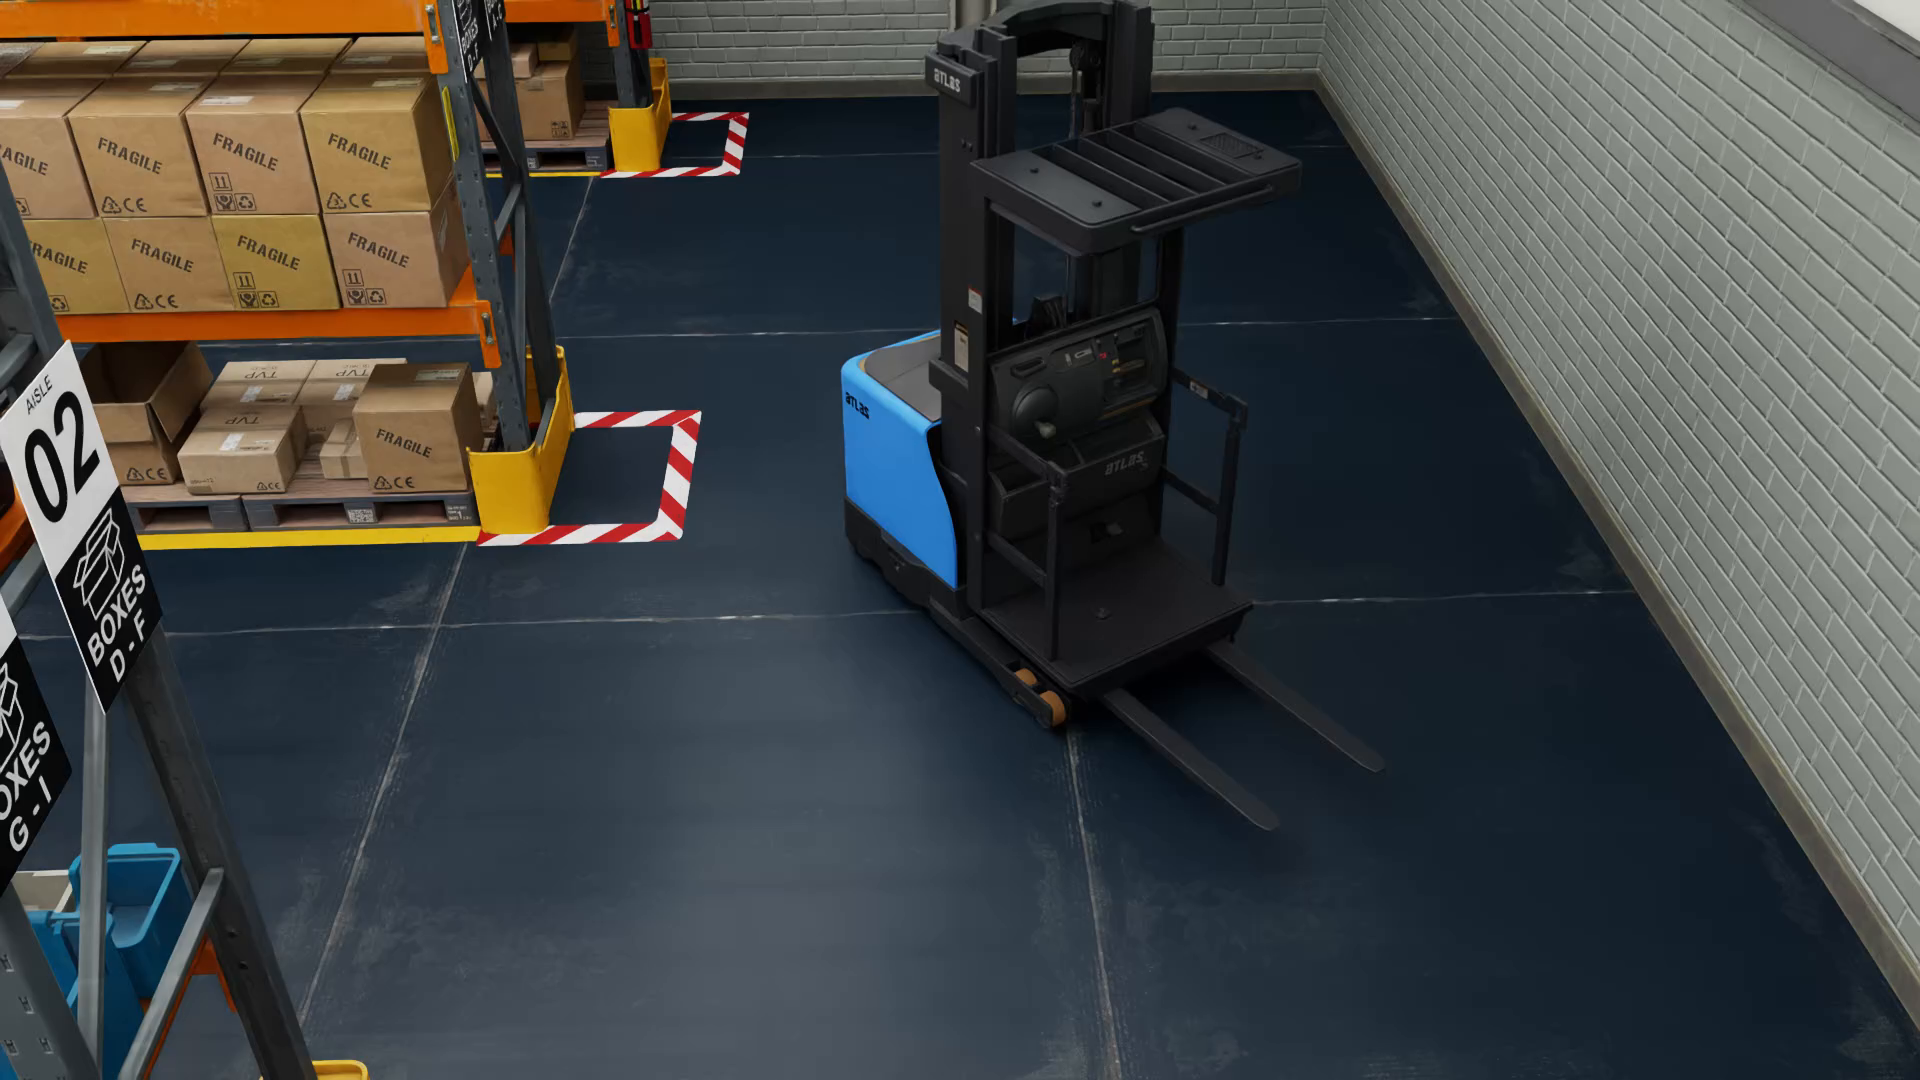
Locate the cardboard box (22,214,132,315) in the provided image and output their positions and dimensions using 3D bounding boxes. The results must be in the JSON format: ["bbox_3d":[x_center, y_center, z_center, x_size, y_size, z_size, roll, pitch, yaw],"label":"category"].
[{"bbox_3d":[-4.271,-1.433,8.097,0.500,0.500,0.500,-2,35,-3],"label":"cardboard box"}]

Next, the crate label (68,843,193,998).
[{"bbox_3d":[-2.348,1.081,4.647,0.303,0.233,0.416,-2,35,-2],"label":"crate label"}]

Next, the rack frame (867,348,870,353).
[{"bbox_3d":[-0.410,-0.566,8.776,0.006,0.900,0.240,-22,40,-28],"label":"rack frame"}]

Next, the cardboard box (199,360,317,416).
[{"bbox_3d":[-3.872,-0.769,9.255,0.500,0.250,0.500,-2,35,-2],"label":"cardboard box"}]

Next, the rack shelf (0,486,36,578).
[{"bbox_3d":[-4.084,0.333,3.629,4.000,0.370,1.077,-2,35,-2],"label":"rack shelf"}]

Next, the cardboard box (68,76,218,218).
[{"bbox_3d":[-3.770,-1.852,7.824,0.500,0.500,0.500,-1,35,-1],"label":"cardboard box"}]

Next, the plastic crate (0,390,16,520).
[{"bbox_3d":[-2.484,-0.111,3.753,0.590,0.269,0.497,-2,35,-2],"label":"plastic crate"}]

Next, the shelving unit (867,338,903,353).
[{"bbox_3d":[-0.326,-0.599,8.824,0.210,0.900,0.258,-22,40,-28],"label":"shelving unit"}]

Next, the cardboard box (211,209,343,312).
[{"bbox_3d":[-3.269,-1.457,8.132,0.500,0.500,0.500,-1,35,-2],"label":"cardboard box"}]

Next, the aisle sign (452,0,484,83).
[{"bbox_3d":[-2.234,-2.496,7.436,0.004,0.787,0.394,-2,35,-2],"label":"aisle sign"}]

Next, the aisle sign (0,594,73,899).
[{"bbox_3d":[-2.000,0.313,3.378,0.004,0.787,0.394,-2,35,-2],"label":"aisle sign"}]

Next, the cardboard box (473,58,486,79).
[{"bbox_3d":[-3.624,-3.636,12.626,0.250,0.149,0.380,-1,35,-1],"label":"cardboard box"}]

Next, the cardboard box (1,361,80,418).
[{"bbox_3d":[-5.007,-0.763,9.193,0.500,0.311,0.500,-2,35,-2],"label":"cardboard box"}]

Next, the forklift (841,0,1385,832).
[{"bbox_3d":[0.653,-0.669,7.140,1.130,2.935,3.031,-22,40,-28],"label":"forklift"}]

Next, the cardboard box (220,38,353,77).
[{"bbox_3d":[-3.294,-2.171,8.284,0.500,0.500,0.500,-1,35,-2],"label":"cardboard box"}]

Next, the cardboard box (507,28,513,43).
[{"bbox_3d":[-3.640,-3.853,12.940,0.250,0.149,0.380,-1,35,-2],"label":"cardboard box"}]

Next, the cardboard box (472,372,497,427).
[{"bbox_3d":[-2.751,-0.792,9.376,0.250,0.149,0.380,-2,35,-2],"label":"cardboard box"}]

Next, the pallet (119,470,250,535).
[{"bbox_3d":[-4.405,-0.397,9.138,1.213,0.211,1.003,-2,35,-2],"label":"pallet"}]

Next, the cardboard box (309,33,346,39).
[{"bbox_3d":[-4.911,-3.818,12.889,0.250,0.149,0.380,-1,35,-2],"label":"cardboard box"}]

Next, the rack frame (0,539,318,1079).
[{"bbox_3d":[-2.086,1.217,4.356,0.127,3.000,1.000,-2,35,-2],"label":"rack frame"}]

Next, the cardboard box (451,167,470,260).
[{"bbox_3d":[-2.772,-1.778,8.595,0.500,0.500,0.500,-1,35,-1],"label":"cardboard box"}]

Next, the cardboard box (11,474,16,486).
[{"bbox_3d":[-5.019,-0.424,8.830,0.250,0.166,0.380,-2,35,-2],"label":"cardboard box"}]

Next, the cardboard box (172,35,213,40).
[{"bbox_3d":[-5.953,-3.789,12.847,0.250,0.149,0.380,-2,35,-3],"label":"cardboard box"}]

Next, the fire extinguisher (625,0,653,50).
[{"bbox_3d":[-2.382,-3.971,12.248,0.183,0.674,0.296,-2,35,-2],"label":"fire extinguisher"}]

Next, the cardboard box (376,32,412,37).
[{"bbox_3d":[-4.400,-3.832,12.909,0.250,0.149,0.380,-1,35,-2],"label":"cardboard box"}]

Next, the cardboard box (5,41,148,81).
[{"bbox_3d":[-4.302,-2.146,8.248,0.500,0.500,0.500,-2,35,-3],"label":"cardboard box"}]

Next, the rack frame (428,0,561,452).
[{"bbox_3d":[-2.317,-1.599,8.424,0.127,3.000,1.000,-2,35,-2],"label":"rack frame"}]

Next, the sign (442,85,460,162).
[{"bbox_3d":[-2.310,-1.889,7.548,0.005,0.325,0.100,-2,35,-2],"label":"sign"}]

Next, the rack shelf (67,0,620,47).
[{"bbox_3d":[-4.553,-4.065,12.620,4.000,0.370,1.077,-2,35,-2],"label":"rack shelf"}]

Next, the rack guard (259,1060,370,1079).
[{"bbox_3d":[-2.063,2.237,5.079,0.348,0.500,1.175,-2,35,-2],"label":"rack guard"}]

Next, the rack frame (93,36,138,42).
[{"bbox_3d":[-6.550,-4.307,12.337,0.127,3.000,1.000,-2,35,-2],"label":"rack frame"}]

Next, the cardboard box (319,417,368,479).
[{"bbox_3d":[-3.257,-0.500,8.940,0.250,0.166,0.380,-2,35,-2],"label":"cardboard box"}]

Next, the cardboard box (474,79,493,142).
[{"bbox_3d":[-3.749,-3.470,12.956,0.500,0.500,0.700,-2,35,-2],"label":"cardboard box"}]

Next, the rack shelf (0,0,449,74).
[{"bbox_3d":[-4.314,-2.483,7.698,4.000,0.370,1.077,-2,35,-2],"label":"rack shelf"}]

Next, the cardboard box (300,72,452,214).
[{"bbox_3d":[-2.748,-1.883,7.868,0.500,0.500,0.500,-2,35,-3],"label":"cardboard box"}]

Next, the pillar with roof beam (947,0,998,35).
[{"bbox_3d":[0.305,-4.999,8.065,0.400,9.000,9.100,-2,35,-2],"label":"pillar with roof beam"}]
